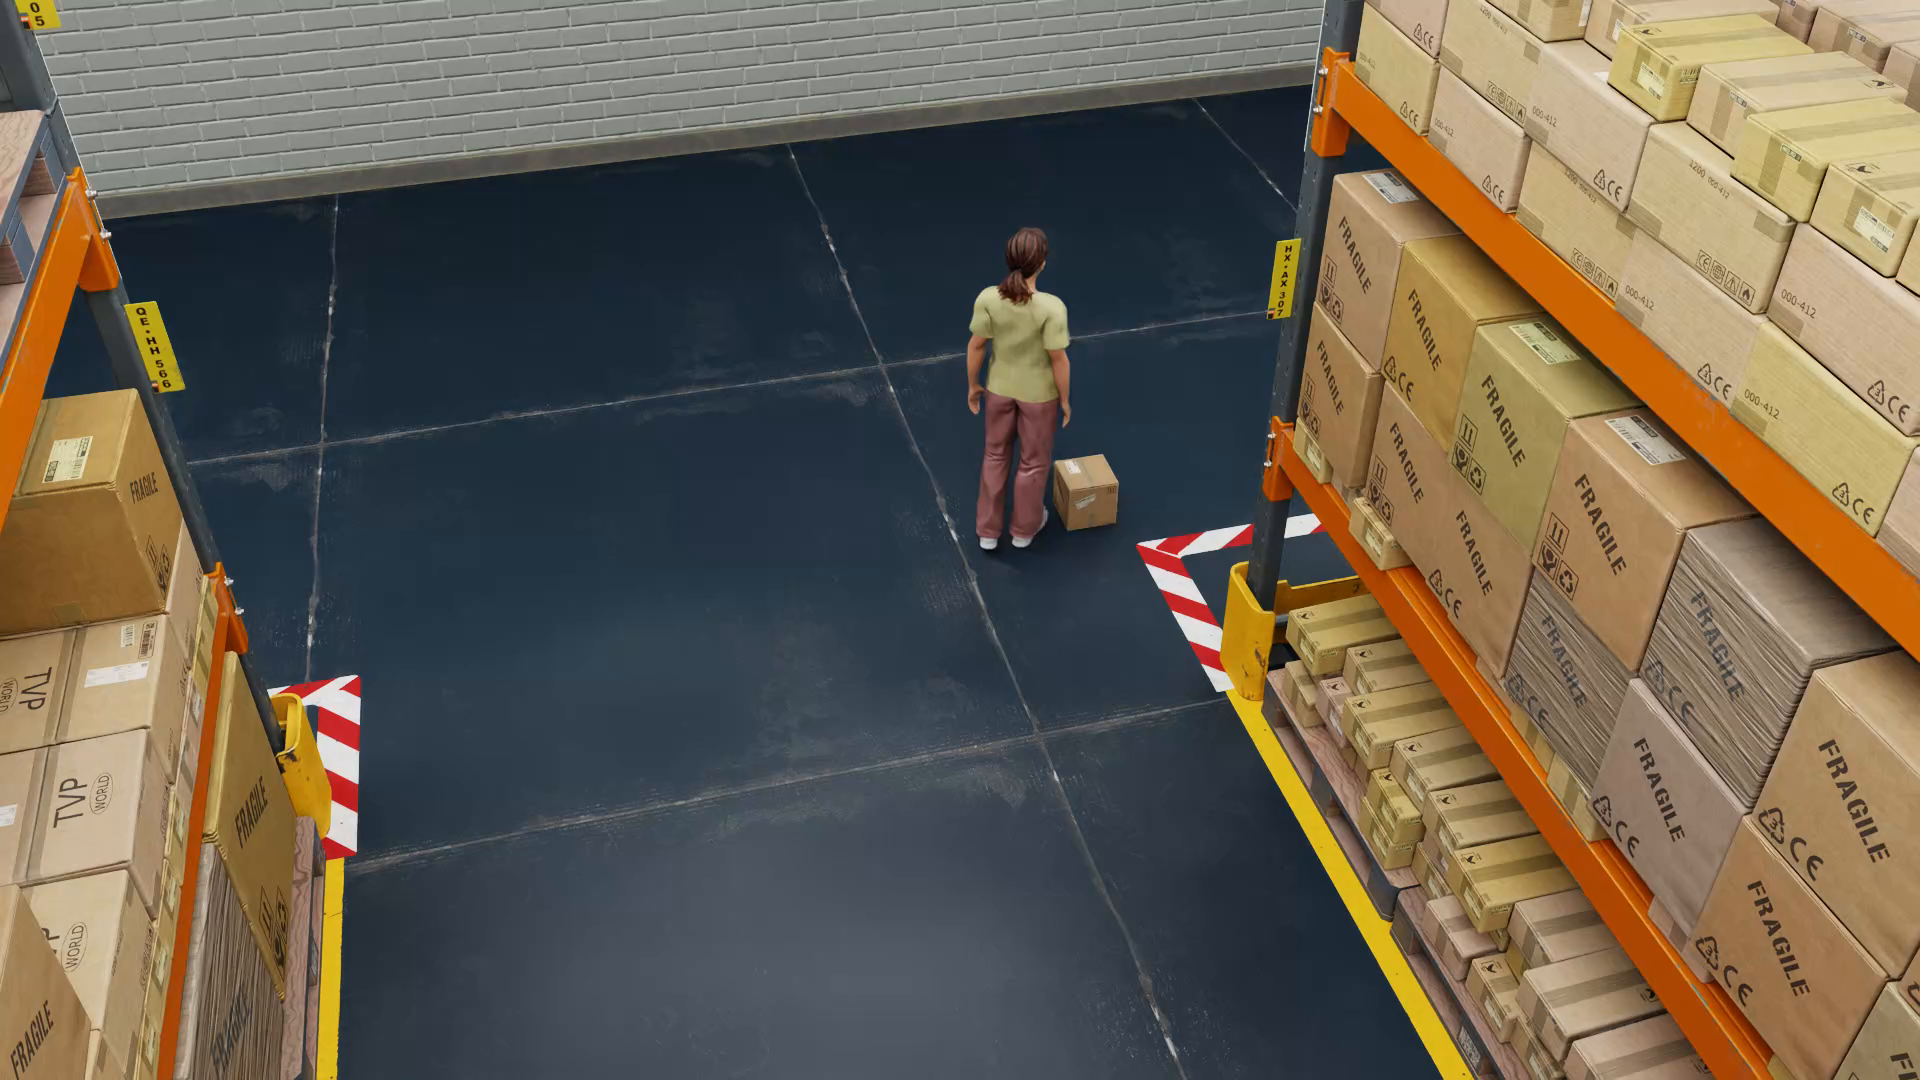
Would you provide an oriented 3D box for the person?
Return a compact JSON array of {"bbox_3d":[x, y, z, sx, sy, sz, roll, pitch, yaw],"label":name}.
[{"bbox_3d":[0.289,-0.675,7.557,0.473,1.675,0.424,15,41,19],"label":"person"}]
